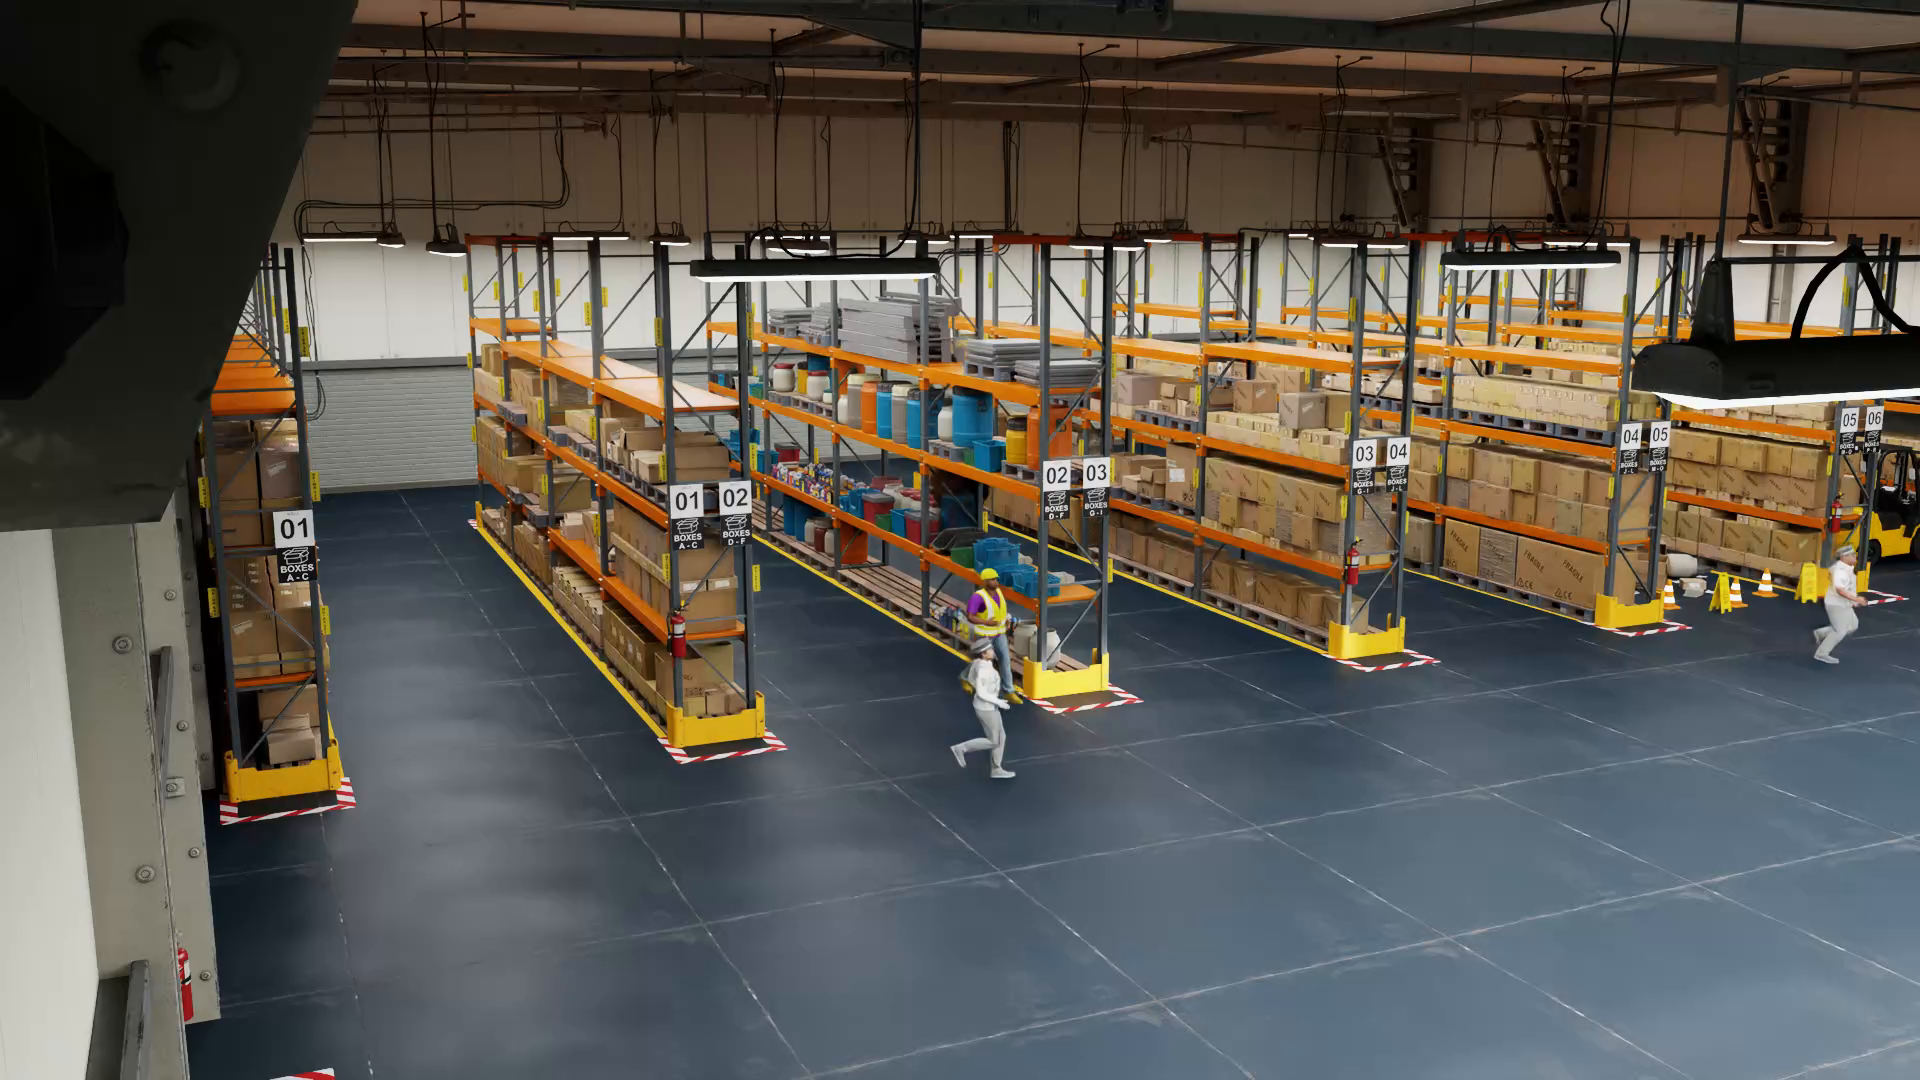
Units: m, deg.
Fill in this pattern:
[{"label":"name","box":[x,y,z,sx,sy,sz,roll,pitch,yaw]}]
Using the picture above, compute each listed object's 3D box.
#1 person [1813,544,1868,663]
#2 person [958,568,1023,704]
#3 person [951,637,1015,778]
[{"label":"person","box":[12.693,0.904,23.939,0.661,1.747,0.693,6,13,30]},{"label":"person","box":[0.387,1.229,21.726,0.746,1.753,0.972,-10,15,-42]},{"label":"person","box":[0.262,1.908,18.936,0.742,1.661,0.617,-1,11,-3]}]
